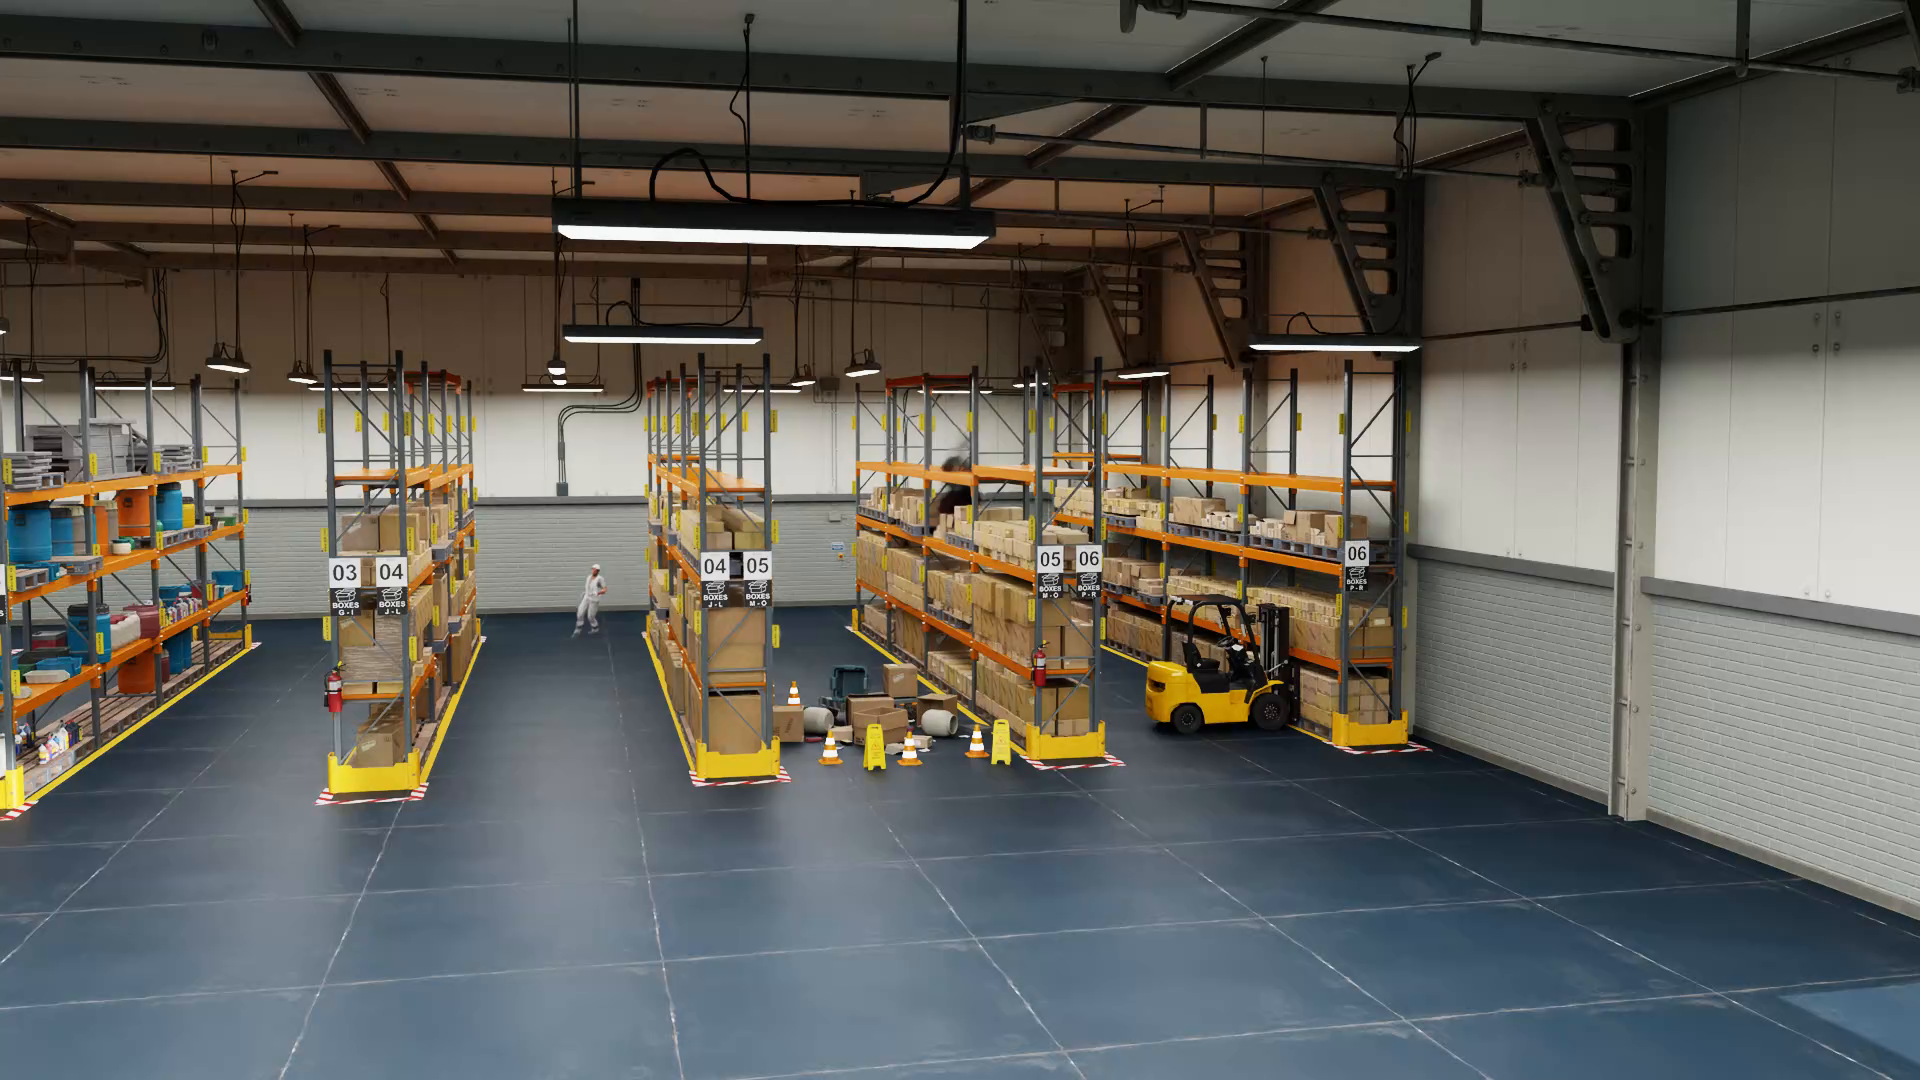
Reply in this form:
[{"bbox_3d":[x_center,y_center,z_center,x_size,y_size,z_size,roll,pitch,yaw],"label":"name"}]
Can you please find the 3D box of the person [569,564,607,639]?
[{"bbox_3d":[-8.633,1.440,38.954,0.784,1.753,0.786,2,5,29],"label":"person"}]
